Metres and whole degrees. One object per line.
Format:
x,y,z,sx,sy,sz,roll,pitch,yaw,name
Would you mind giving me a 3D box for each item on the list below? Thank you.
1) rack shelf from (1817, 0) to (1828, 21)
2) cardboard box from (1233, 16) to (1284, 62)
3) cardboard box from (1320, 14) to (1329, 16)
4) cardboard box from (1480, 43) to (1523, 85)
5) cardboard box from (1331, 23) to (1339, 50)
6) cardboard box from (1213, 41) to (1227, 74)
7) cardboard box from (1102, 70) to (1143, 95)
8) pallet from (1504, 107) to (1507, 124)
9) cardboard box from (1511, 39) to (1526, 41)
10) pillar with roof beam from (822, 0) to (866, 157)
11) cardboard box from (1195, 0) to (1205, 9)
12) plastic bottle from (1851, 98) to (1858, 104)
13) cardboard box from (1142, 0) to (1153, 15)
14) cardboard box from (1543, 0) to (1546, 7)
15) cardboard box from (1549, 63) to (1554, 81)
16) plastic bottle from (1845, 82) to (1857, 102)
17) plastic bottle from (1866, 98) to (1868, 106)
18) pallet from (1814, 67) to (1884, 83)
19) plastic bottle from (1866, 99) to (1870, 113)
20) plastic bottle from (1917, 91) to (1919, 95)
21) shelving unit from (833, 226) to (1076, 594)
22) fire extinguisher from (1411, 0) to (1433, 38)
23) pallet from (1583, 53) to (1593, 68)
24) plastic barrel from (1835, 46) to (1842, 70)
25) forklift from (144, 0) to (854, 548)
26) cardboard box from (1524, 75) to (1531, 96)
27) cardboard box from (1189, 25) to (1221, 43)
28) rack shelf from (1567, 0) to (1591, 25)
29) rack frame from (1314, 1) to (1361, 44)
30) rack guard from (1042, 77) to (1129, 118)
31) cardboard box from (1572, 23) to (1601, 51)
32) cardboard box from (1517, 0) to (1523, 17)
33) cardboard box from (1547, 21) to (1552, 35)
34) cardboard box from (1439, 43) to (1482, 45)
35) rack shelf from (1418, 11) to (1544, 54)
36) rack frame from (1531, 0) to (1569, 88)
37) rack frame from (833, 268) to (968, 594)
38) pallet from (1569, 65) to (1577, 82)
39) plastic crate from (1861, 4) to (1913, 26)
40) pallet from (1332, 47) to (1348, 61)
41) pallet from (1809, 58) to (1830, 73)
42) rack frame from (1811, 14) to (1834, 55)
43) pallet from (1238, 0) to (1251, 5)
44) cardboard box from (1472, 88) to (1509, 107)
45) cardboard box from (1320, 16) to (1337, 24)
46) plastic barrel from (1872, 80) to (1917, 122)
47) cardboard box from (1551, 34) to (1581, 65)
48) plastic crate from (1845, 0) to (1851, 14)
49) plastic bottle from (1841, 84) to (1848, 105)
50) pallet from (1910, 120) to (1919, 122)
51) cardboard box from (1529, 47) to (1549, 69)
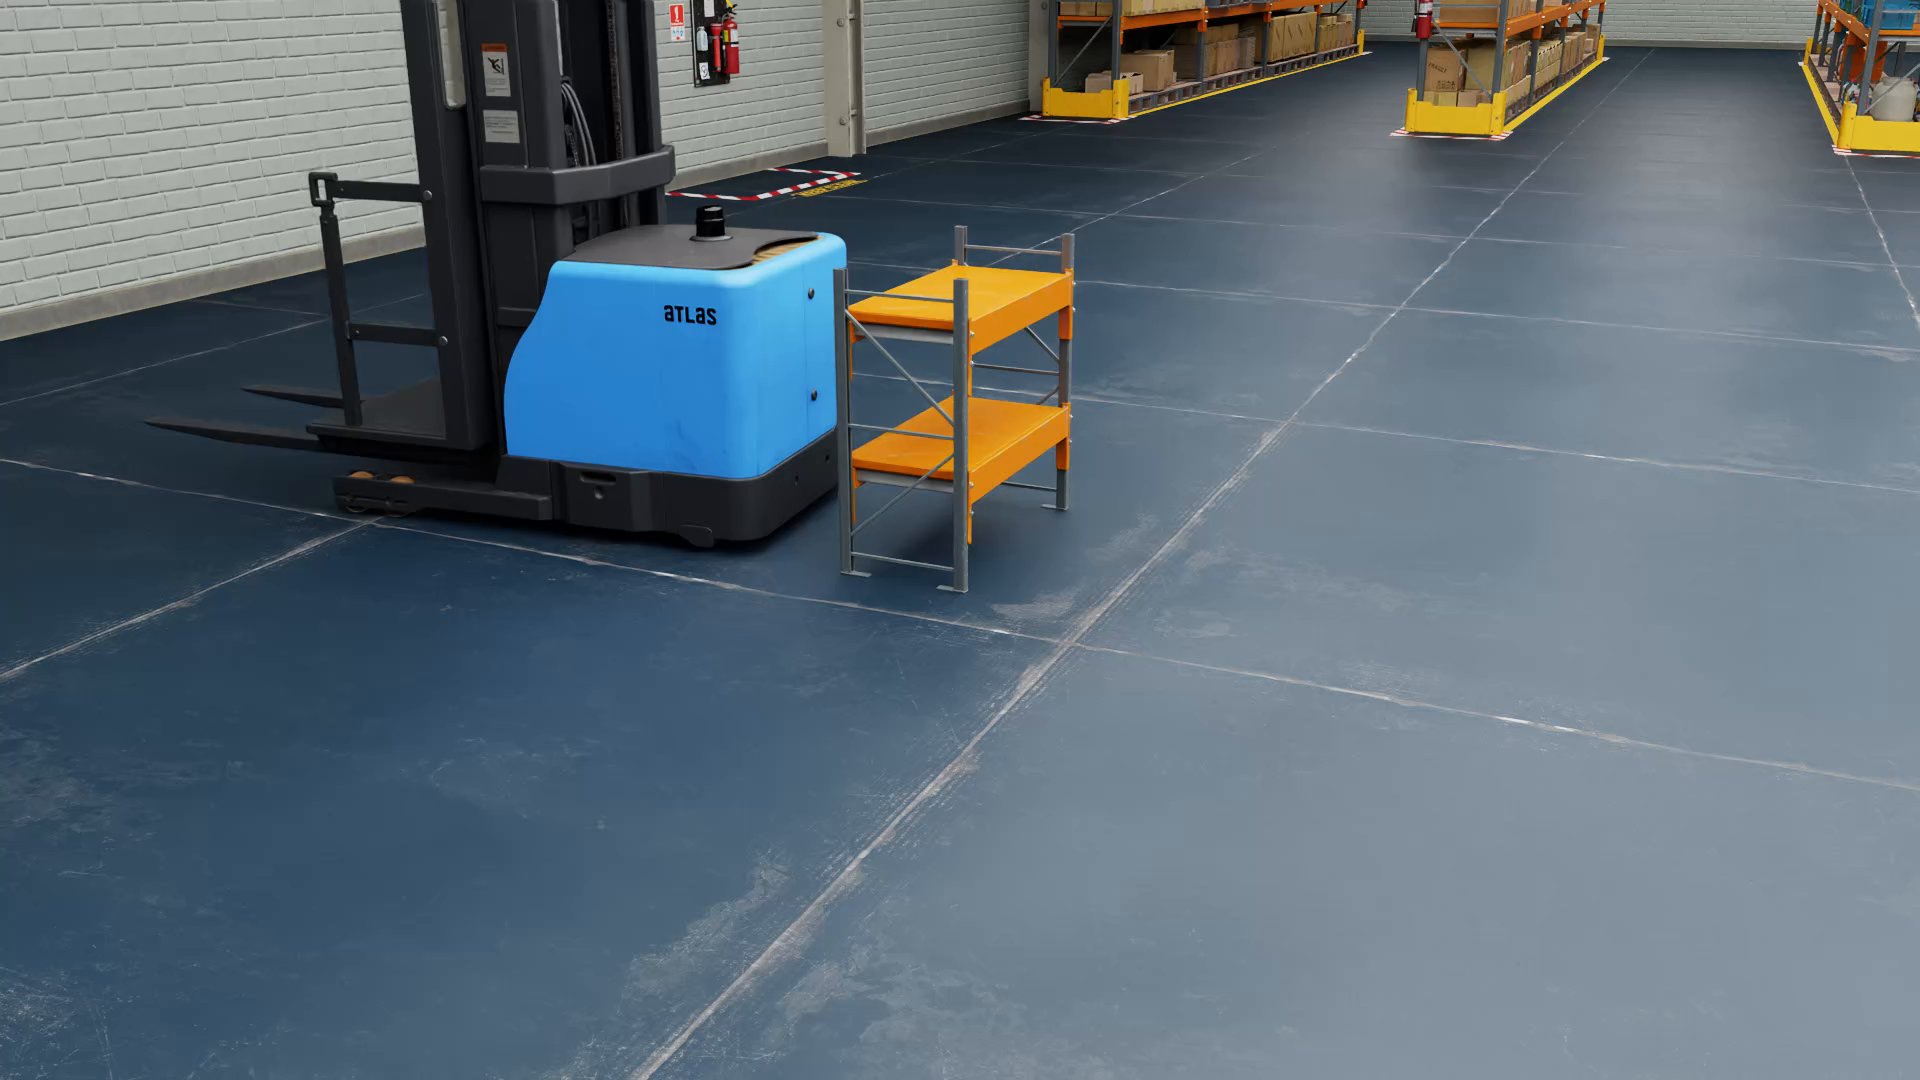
16.456,-9.807,30.643,1.077,0.370,4.000,9,21,23,rack shelf
5.382,-9.063,30.058,0.750,0.750,0.750,8,21,22,cardboard box
7.600,-11.049,35.197,0.380,0.149,0.250,9,21,23,cardboard box
7.245,-6.395,22.331,0.500,0.500,0.500,9,21,23,cardboard box
7.419,-10.439,34.448,0.700,0.500,0.500,9,22,24,cardboard box
4.021,-8.021,27.620,0.700,0.500,0.500,9,21,23,cardboard box
2.284,-6.540,23.737,0.500,0.311,0.500,11,22,27,cardboard box
6.481,-5.473,21.543,1.003,0.211,1.213,9,21,23,pallet
8.999,-8.040,27.239,0.500,0.311,0.500,9,22,25,cardboard box
2.653,-7.960,15.422,9.100,9.000,0.400,9,21,23,pillar with roof beam
3.405,-8.201,25.247,0.500,0.250,0.500,9,21,23,cardboard box
11.075,-5.377,20.631,0.097,0.201,0.097,0,20,0,plastic bottle
2.374,-7.431,23.081,0.500,0.250,0.500,8,21,21,cardboard box
9.011,-8.477,26.203,0.380,0.149,0.250,10,22,27,cardboard box
9.072,-7.390,26.248,0.500,0.250,0.500,9,22,24,cardboard box
11.401,-5.671,21.235,0.144,0.351,0.185,8,21,22,plastic bottle
11.301,-5.474,20.783,0.061,0.283,0.133,9,21,23,plastic bottle
15.283,-7.991,28.623,1.003,0.211,1.213,9,21,23,pallet
11.382,-5.481,20.924,0.097,0.201,0.097,0,20,0,plastic bottle
12.014,-5.497,20.865,0.097,0.271,0.097,0,20,0,plastic bottle
0.003,-0.532,6.286,0.538,1.125,1.048,9,21,23,shelving unit
5.733,-6.539,20.493,0.296,0.674,0.183,9,21,23,fire extinguisher
11.900,-9.486,32.827,1.003,0.211,1.213,9,21,23,pallet
14.796,-8.020,27.629,0.421,0.512,0.421,0,20,0,plastic barrel
-2.024,-1.630,6.677,3.031,2.935,1.130,7,21,18,forklift
7.853,-6.501,23.748,0.500,0.250,0.500,9,21,23,cardboard box
3.996,-8.354,27.436,0.500,0.250,0.500,8,21,21,cardboard box
10.301,-9.265,29.119,1.077,0.370,4.000,9,21,23,rack shelf
8.237,-12.117,36.064,1.000,3.000,0.127,9,21,23,rack frame
1.716,-6.071,22.795,1.175,0.500,0.348,9,21,23,rack guard
12.760,-10.268,33.938,0.500,0.500,0.500,9,21,23,cardboard box
7.249,-7.366,22.555,0.700,0.500,0.500,9,21,24,cardboard box
10.290,-9.178,29.755,0.500,0.250,0.500,9,21,23,cardboard box
6.756,-6.468,22.537,0.500,0.500,0.500,9,21,23,cardboard box
7.025,-6.820,22.242,1.077,0.370,4.000,9,21,23,rack shelf
9.482,-8.993,27.279,1.000,3.000,0.127,9,21,23,rack frame
-0.205,-0.377,5.849,0.500,1.125,0.032,9,21,23,rack frame
10.323,-8.274,29.418,1.003,0.211,1.213,9,21,23,pallet
10.926,-6.188,19.615,0.499,0.251,0.408,9,21,23,plastic crate
7.480,-10.176,34.769,1.003,0.211,1.213,9,21,23,pallet
16.401,-8.825,30.970,1.003,0.211,1.213,9,21,23,pallet
17.275,-10.758,32.241,1.000,3.000,0.127,9,21,23,rack frame
4.187,-8.970,27.502,1.003,0.211,1.213,9,21,23,pallet
6.830,-5.736,21.599,0.500,0.250,0.500,9,21,23,cardboard box
7.519,-10.674,34.141,0.380,0.149,0.250,8,21,21,cardboard box
10.923,-5.104,19.430,0.421,0.512,0.421,0,20,0,plastic barrel
10.763,-8.752,29.675,0.500,0.500,0.500,9,21,23,cardboard box
12.817,-7.561,23.568,0.450,0.188,0.662,9,21,23,plastic crate
11.723,-5.873,21.916,0.152,0.276,0.135,9,22,25,plastic bottle
11.049,-4.830,19.735,1.003,0.211,1.213,9,21,23,pallet
8.661,-7.340,25.270,0.500,0.311,0.500,8,21,21,cardboard box
